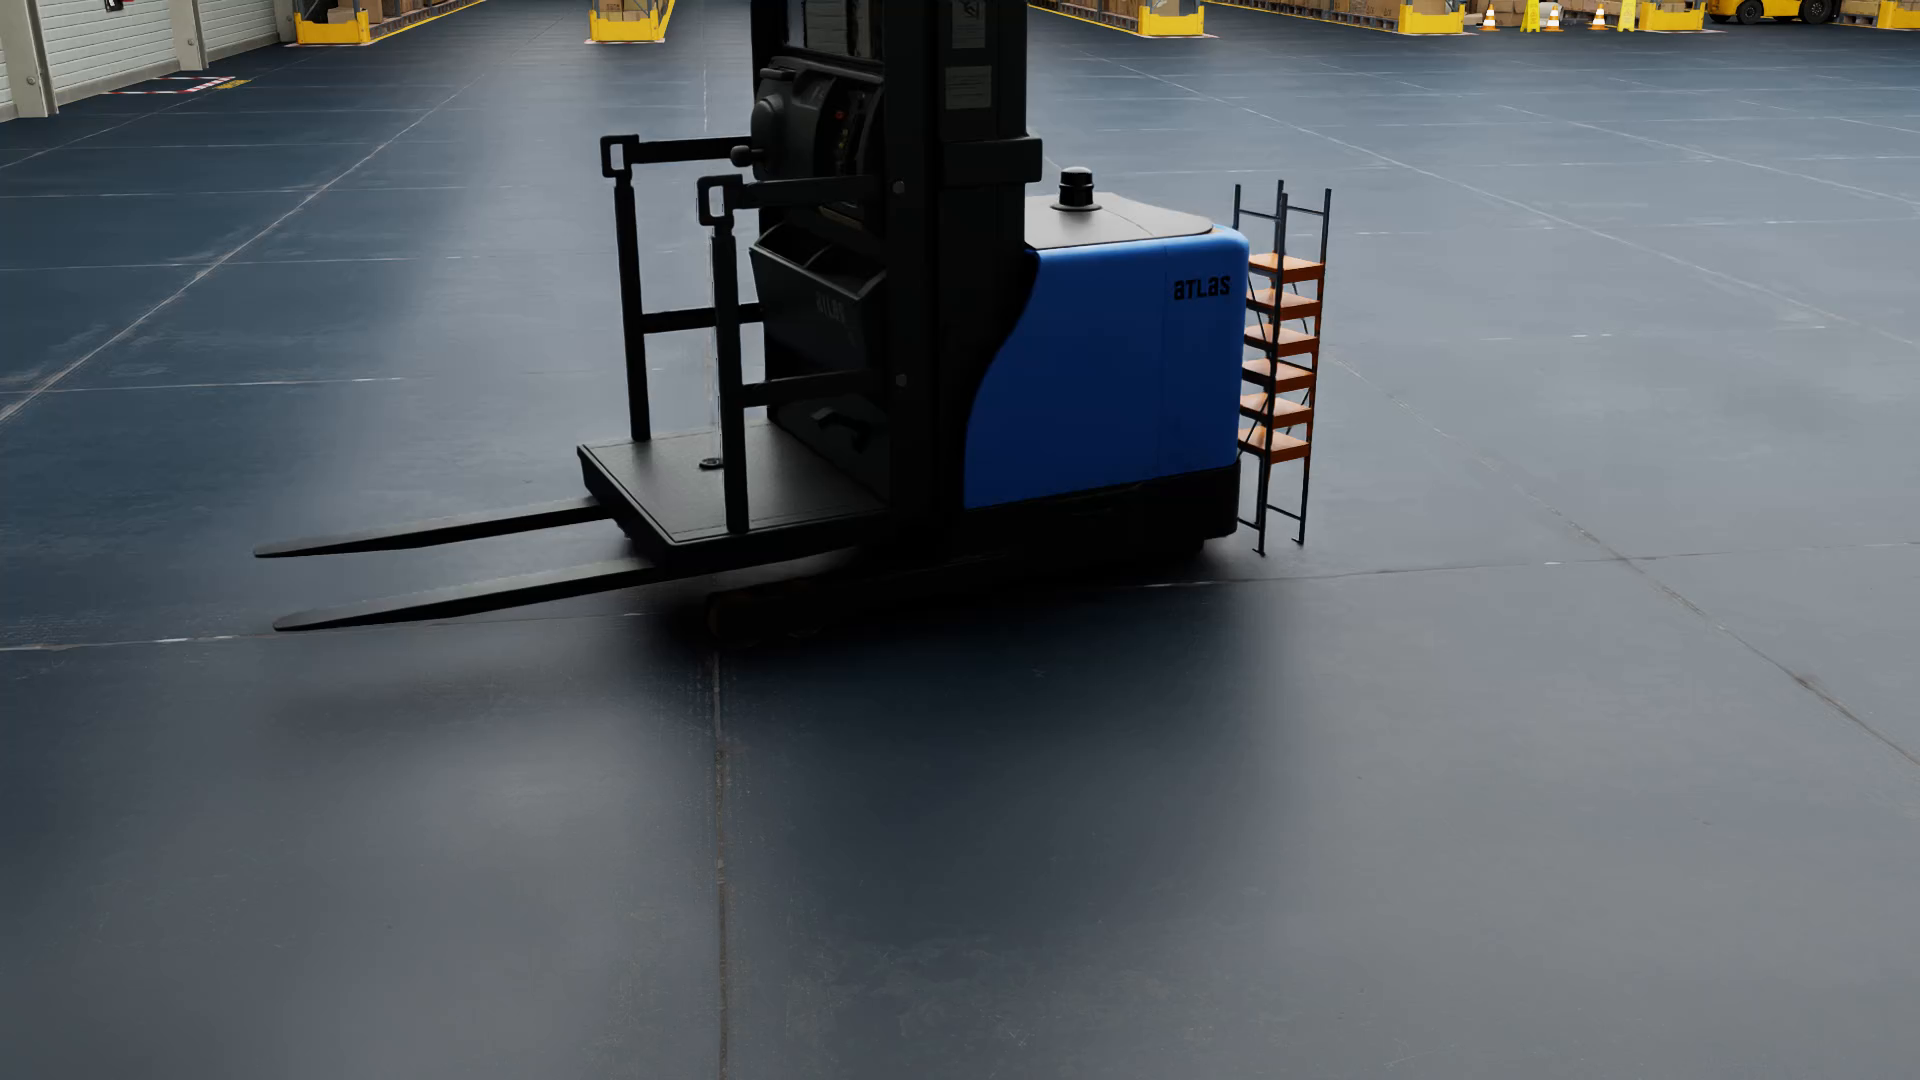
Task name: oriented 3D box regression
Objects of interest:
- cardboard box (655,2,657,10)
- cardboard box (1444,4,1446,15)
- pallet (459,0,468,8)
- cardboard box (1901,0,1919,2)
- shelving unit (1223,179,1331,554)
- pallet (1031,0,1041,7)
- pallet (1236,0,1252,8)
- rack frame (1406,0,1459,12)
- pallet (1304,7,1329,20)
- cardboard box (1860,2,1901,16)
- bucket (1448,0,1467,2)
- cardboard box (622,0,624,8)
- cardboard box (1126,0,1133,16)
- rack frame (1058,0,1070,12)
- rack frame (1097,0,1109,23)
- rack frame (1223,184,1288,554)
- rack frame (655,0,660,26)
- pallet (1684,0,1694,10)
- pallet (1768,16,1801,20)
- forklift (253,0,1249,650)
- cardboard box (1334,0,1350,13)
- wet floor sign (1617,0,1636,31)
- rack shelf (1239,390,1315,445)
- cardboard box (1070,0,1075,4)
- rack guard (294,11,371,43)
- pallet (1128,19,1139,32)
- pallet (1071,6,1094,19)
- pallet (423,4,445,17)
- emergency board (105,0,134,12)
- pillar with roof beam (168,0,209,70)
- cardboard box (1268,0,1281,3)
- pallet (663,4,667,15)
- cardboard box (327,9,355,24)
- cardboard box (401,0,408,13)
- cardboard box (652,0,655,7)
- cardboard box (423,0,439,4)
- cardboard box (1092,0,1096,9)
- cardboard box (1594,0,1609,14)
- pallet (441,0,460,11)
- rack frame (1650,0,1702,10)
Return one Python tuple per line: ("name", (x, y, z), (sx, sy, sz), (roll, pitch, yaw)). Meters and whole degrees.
("cardboard box", (-6.194, -10.372, 32.529), (0.500, 0.250, 0.500), (-3, 21, -8))
("cardboard box", (9.489, -10.671, 33.569), (0.500, 0.500, 0.500), (1, 20, 2))
("pallet", (-12.564, -13.093, 40.469), (1.003, 0.211, 1.213), (-3, 21, -8))
("cardboard box", (18.759, -10.794, 32.944), (0.500, 0.250, 0.500), (-3, 21, -7))
("shelving unit", (1.032, -0.567, 5.520), (0.189, 1.200, 0.258), (-12, 24, -30))
("pallet", (2.359, -13.312, 41.055), (1.003, 0.211, 1.213), (-3, 21, -8))
("pallet", (7.389, -13.097, 40.482), (1.003, 0.211, 1.213), (-3, 21, -8))
("rack frame", (8.826, -10.942, 30.725), (1.000, 3.000, 0.127), (-3, 21, -8))
("pallet", (8.063, -11.284, 35.626), (1.003, 0.211, 1.213), (-3, 21, -8))
("cardboard box", (18.241, -10.533, 32.961), (0.500, 0.250, 0.500), (-3, 21, -7))
("bucket", (10.550, -11.574, 34.925), (0.726, 0.611, 0.620), (4, 11, 11))
("cardboard box", (-6.431, -10.004, 30.473), (0.500, 0.500, 0.500), (-3, 21, -8))
("cardboard box", (3.602, -10.588, 32.749), (0.500, 0.500, 0.500), (-5, 21, -13))
("rack frame", (2.750, -13.496, 37.565), (1.000, 3.000, 0.127), (-3, 21, -8))
("rack frame", (3.327, -12.111, 33.856), (1.000, 3.000, 0.127), (-3, 21, -8))
("rack frame", (0.954, -0.550, 5.474), (0.006, 1.200, 0.240), (-12, 24, -30))
("rack frame", (-6.477, -11.613, 32.522), (1.000, 3.000, 0.127), (-3, 21, -8))
("pallet", (17.548, -12.655, 39.296), (1.003, 0.211, 1.213), (-3, 21, -8))
("pallet", (18.118, -11.279, 35.613), (1.003, 0.211, 1.213), (-3, 21, -8))
("forklift", (-0.619, -1.264, 4.910), (3.031, 2.935, 1.130), (-10, 23, -24))
("cardboard box", (8.271, -11.307, 34.138), (0.875, 0.875, 0.875), (-3, 21, -7))
("wet floor sign", (12.678, -10.004, 31.578), (0.267, 0.644, 0.232), (4, 21, 11))
("rack shelf", (1.032, -0.413, 5.577), (0.180, 0.103, 0.258), (-12, 24, -30))
("cardboard box", (2.866, -12.301, 37.307), (0.700, 0.500, 0.500), (-4, 21, -11))
("rack guard", (-10.813, -8.832, 28.650), (1.175, 0.500, 0.348), (-3, 21, -8))
("pallet", (3.810, -9.730, 31.465), (1.003, 0.211, 1.213), (-3, 21, -8))
("pallet", (3.034, -11.498, 36.199), (1.003, 0.211, 1.213), (-3, 21, -8))
("pallet", (-11.994, -11.717, 36.787), (1.003, 0.211, 1.213), (-3, 21, -8))
("emergency board", (-10.575, -7.241, 20.816), (0.194, 1.169, 0.643), (-3, 21, -8))
("pillar with roof beam", (-6.634, -11.126, 22.644), (9.100, 9.000, 0.400), (-3, 21, -8))
("cardboard box", (7.671, -12.639, 37.884), (1.050, 0.750, 0.750), (-3, 21, -8))
("pallet", (-7.124, -11.952, 37.415), (1.003, 0.211, 1.213), (-3, 21, -8))
("cardboard box", (-10.812, -9.168, 29.189), (0.500, 0.311, 0.500), (-5, 21, -14))
("cardboard box", (-11.659, -11.006, 33.841), (0.700, 0.500, 0.500), (-3, 21, -7))
("cardboard box", (-5.971, -10.204, 31.009), (0.500, 0.500, 0.500), (-3, 21, -8))
("cardboard box", (-11.931, -12.198, 36.560), (0.750, 0.750, 0.750), (-3, 21, -8))
("cardboard box", (3.209, -11.526, 35.234), (0.700, 0.500, 0.500), (-3, 21, -8))
("cardboard box", (13.179, -10.762, 33.573), (0.500, 0.250, 0.500), (-4, 21, -10))
("pallet", (-12.346, -12.562, 39.049), (1.003, 0.211, 1.213), (-3, 21, -8))
("rack frame", (13.710, -11.226, 31.487), (1.000, 3.000, 0.127), (-3, 21, -8))
